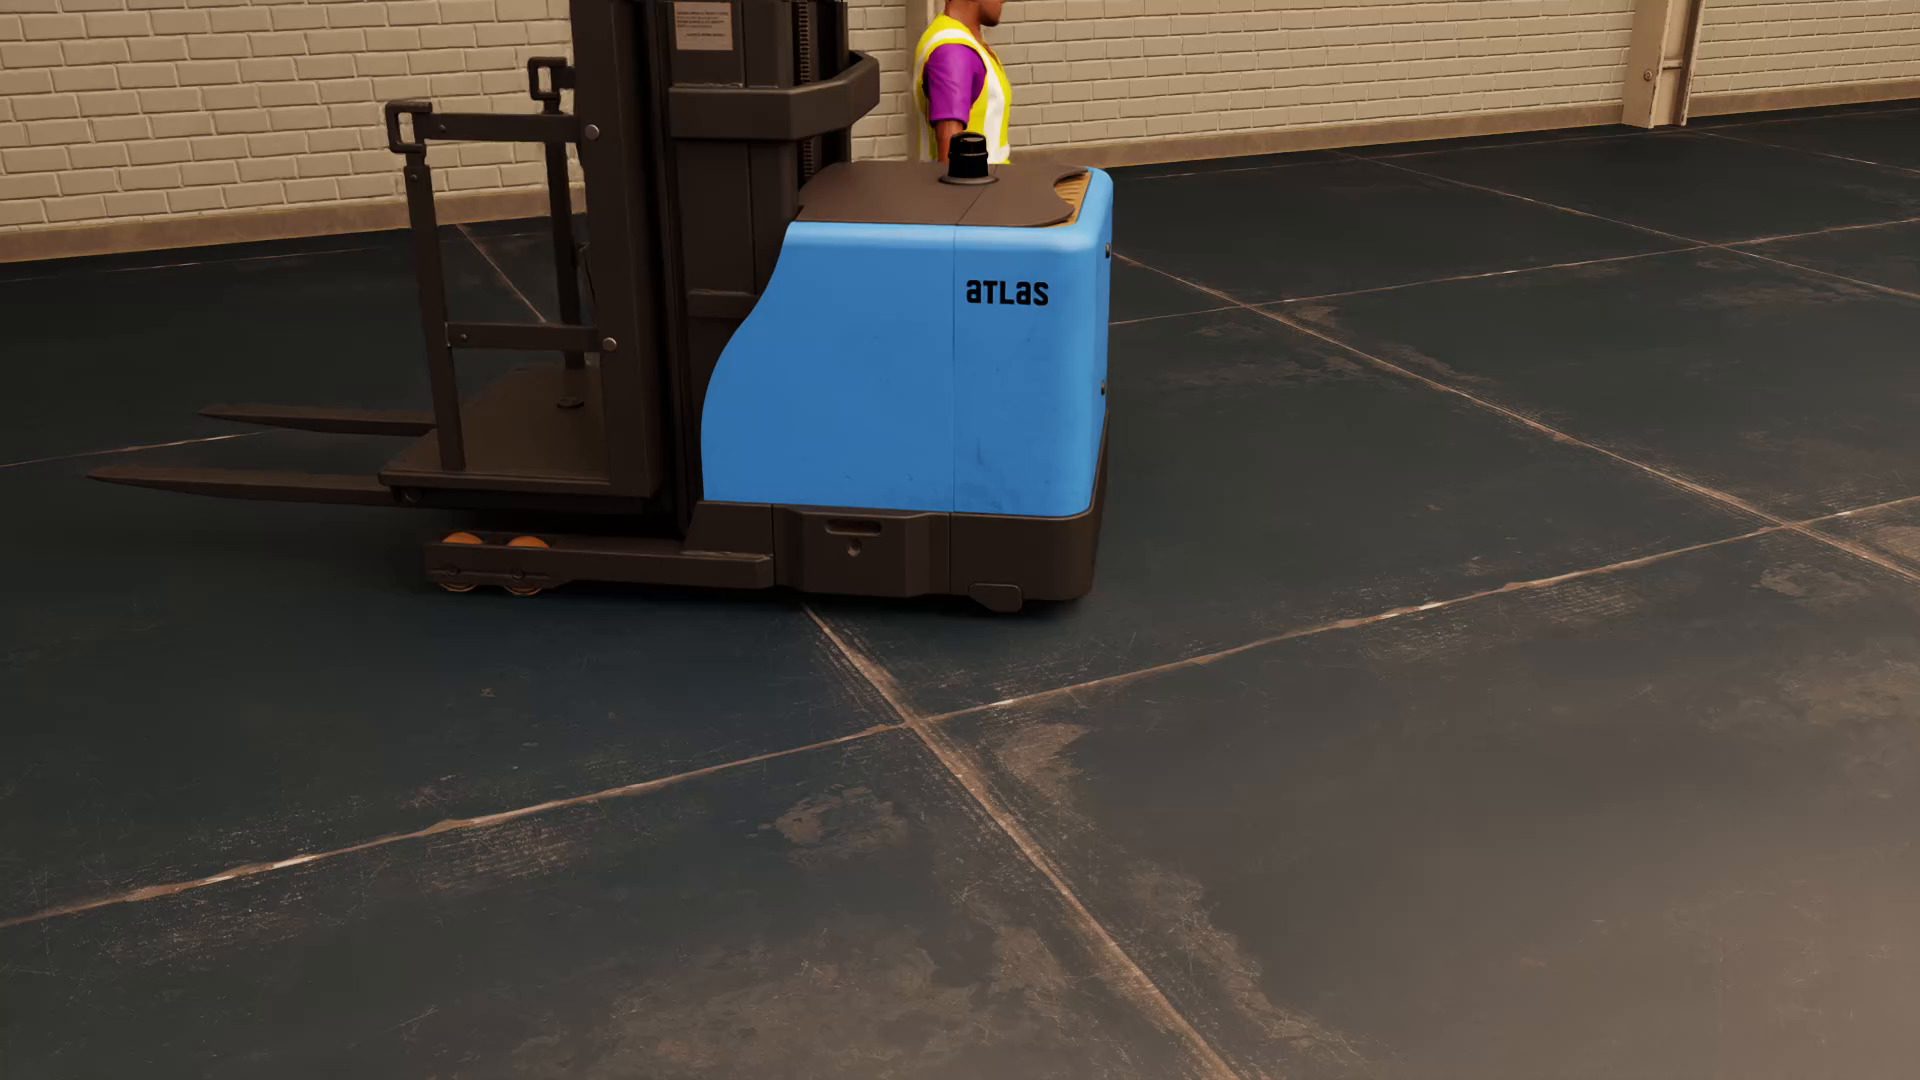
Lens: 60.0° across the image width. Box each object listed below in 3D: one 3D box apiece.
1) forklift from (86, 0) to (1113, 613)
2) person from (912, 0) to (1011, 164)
[{"bbox_3d":[-1.084,-1.392,4.637,3.031,2.935,1.130,3,23,7],"label":"forklift"},{"bbox_3d":[0.039,-1.162,5.752,0.396,1.742,0.866,2,23,6],"label":"person"}]
